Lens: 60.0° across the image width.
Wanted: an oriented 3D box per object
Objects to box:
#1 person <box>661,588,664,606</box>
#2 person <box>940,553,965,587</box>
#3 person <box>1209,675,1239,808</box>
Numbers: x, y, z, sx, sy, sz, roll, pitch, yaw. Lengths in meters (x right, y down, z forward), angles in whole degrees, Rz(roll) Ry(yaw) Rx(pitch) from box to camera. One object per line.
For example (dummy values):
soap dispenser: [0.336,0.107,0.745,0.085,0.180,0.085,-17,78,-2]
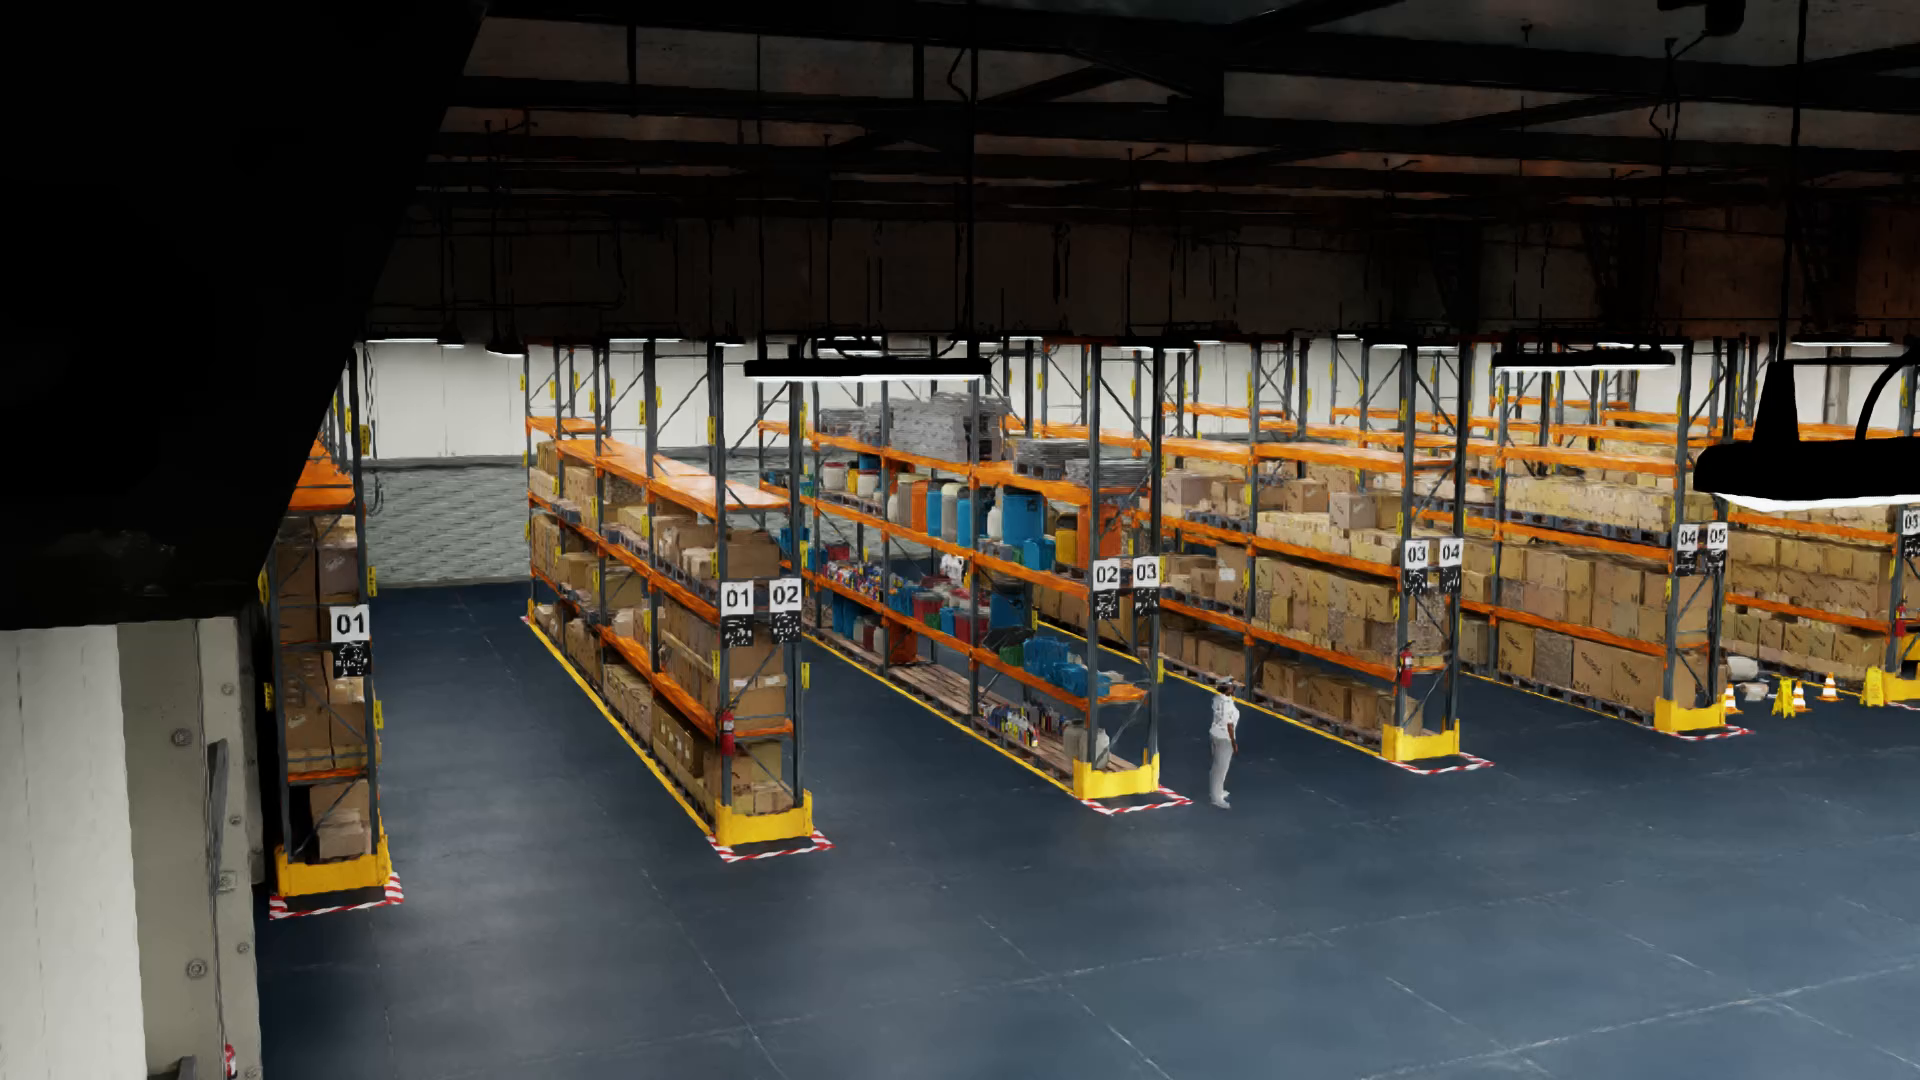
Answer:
person: [-6.455,0.704,36.114,0.600,1.666,0.572,-6,10,-37]
person: [-0.160,0.858,34.827,0.542,1.675,1.126,-3,8,-20]
person: [3.437,2.604,21.753,0.375,1.681,0.634,-2,8,-12]
